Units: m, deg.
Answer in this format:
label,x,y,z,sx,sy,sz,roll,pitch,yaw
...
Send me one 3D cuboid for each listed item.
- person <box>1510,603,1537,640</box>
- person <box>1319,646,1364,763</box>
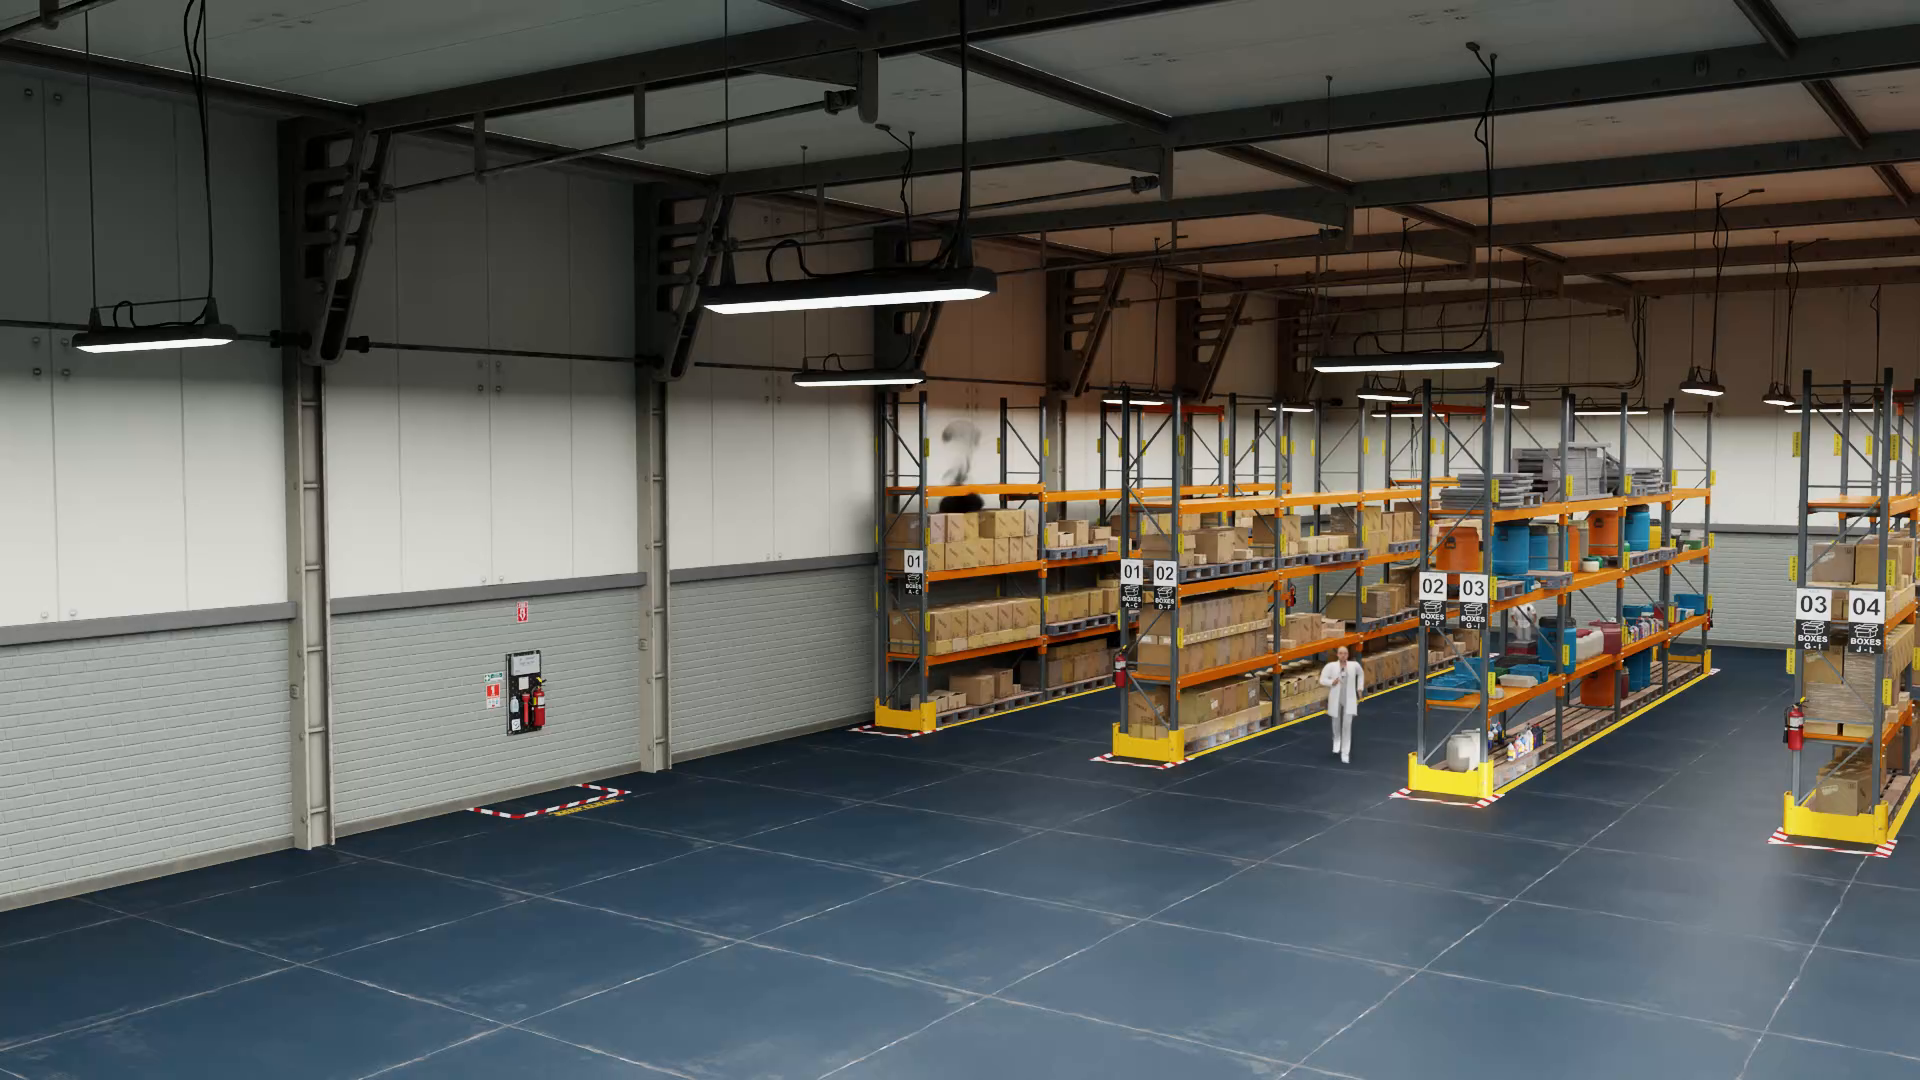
label,x,y,z,sx,sy,sz,roll,pitch,yaw
person,13.027,2.056,38.493,0.579,1.623,0.561,1,3,24
person,6.146,2.583,26.783,0.708,1.762,0.937,1,3,12
